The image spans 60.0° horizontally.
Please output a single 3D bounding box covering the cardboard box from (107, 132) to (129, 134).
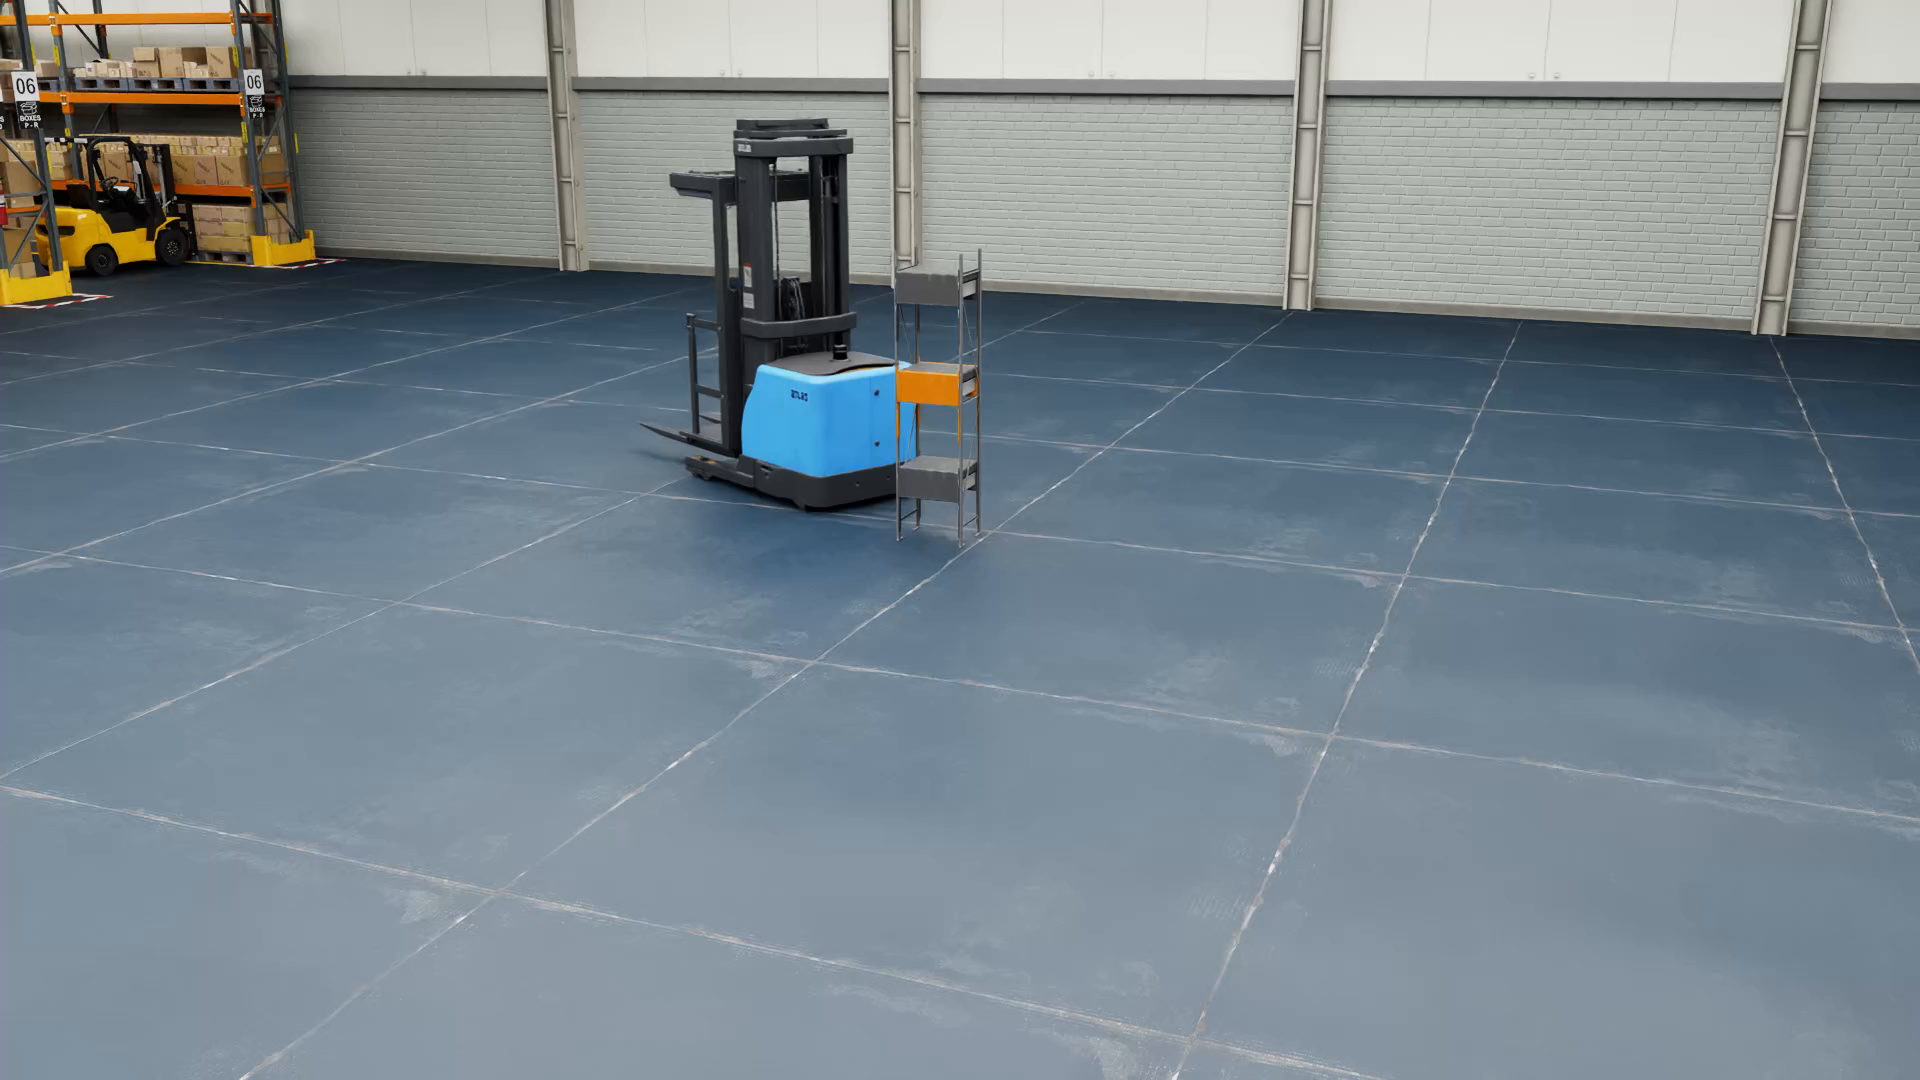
[{"bbox_3d":[-14.974,-7.194,29.699,0.250,0.149,0.380,6,17,21],"label":"cardboard box"}]

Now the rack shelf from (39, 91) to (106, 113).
[{"bbox_3d":[-17.243,-7.946,30.074,4.000,0.370,1.077,6,17,21],"label":"rack shelf"}]

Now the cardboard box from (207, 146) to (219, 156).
[{"bbox_3d":[-12.554,-6.620,28.255,0.250,0.149,0.380,7,17,22],"label":"cardboard box"}]

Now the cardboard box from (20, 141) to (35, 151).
[{"bbox_3d":[-16.530,-7.036,29.687,0.250,0.149,0.380,6,17,19],"label":"cardboard box"}]

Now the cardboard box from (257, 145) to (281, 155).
[{"bbox_3d":[-11.882,-6.699,28.525,0.250,0.149,0.380,6,17,19],"label":"cardboard box"}]

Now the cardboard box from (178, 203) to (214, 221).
[{"bbox_3d":[-13.154,-5.664,28.690,0.500,0.250,0.500,7,17,21],"label":"cardboard box"}]

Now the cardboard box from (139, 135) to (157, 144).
[{"bbox_3d":[-13.967,-6.928,28.781,0.250,0.149,0.380,6,17,20],"label":"cardboard box"}]

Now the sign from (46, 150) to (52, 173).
[{"bbox_3d":[-13.280,-5.506,24.206,0.005,0.325,0.100,6,17,21],"label":"sign"}]

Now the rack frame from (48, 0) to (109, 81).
[{"bbox_3d":[-15.382,-9.527,28.851,0.127,3.000,1.000,6,17,21],"label":"rack frame"}]

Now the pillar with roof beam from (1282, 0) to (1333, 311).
[{"bbox_3d":[3.187,-6.465,18.303,0.400,9.000,9.100,6,17,21],"label":"pillar with roof beam"}]

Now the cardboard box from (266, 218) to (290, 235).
[{"bbox_3d":[-12.022,-5.460,28.884,0.500,0.250,0.500,7,17,22],"label":"cardboard box"}]

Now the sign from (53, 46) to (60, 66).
[{"bbox_3d":[-15.572,-8.345,28.665,0.005,0.325,0.100,6,17,21],"label":"sign"}]

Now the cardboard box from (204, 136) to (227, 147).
[{"bbox_3d":[-12.566,-6.758,28.197,0.250,0.149,0.380,7,17,22],"label":"cardboard box"}]

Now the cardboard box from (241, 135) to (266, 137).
[{"bbox_3d":[-12.120,-6.873,28.591,0.250,0.149,0.380,7,18,23],"label":"cardboard box"}]

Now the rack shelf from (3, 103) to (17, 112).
[{"bbox_3d":[-15.339,-6.249,24.229,4.000,0.370,1.077,6,17,21],"label":"rack shelf"}]

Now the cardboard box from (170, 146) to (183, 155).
[{"bbox_3d":[-13.289,-6.684,28.476,0.250,0.149,0.380,6,17,21],"label":"cardboard box"}]

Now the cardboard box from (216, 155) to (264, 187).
[{"bbox_3d":[-12.215,-6.267,28.203,0.500,0.500,0.500,6,17,19],"label":"cardboard box"}]

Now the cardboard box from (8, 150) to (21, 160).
[{"bbox_3d":[-16.887,-6.903,29.943,0.500,0.250,0.500,7,17,22],"label":"cardboard box"}]

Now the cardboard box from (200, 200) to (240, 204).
[{"bbox_3d":[-12.966,-5.801,29.160,0.500,0.250,0.500,6,17,20],"label":"cardboard box"}]

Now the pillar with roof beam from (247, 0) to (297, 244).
[{"bbox_3d":[-13.558,-8.307,24.646,0.400,9.000,9.100,6,17,21],"label":"pillar with roof beam"}]

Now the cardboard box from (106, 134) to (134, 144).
[{"bbox_3d":[-14.678,-7.012,29.071,0.250,0.149,0.380,6,17,20],"label":"cardboard box"}]

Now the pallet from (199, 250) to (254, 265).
[{"bbox_3d":[-12.388,-4.965,28.899,1.213,0.211,1.003,6,17,21],"label":"pallet"}]

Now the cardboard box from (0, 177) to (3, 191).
[{"bbox_3d":[-14.085,-5.124,23.732,0.500,0.500,0.500,6,17,20],"label":"cardboard box"}]

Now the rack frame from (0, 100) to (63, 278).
[{"bbox_3d":[-13.479,-4.949,23.842,0.127,3.000,1.000,6,17,21],"label":"rack frame"}]

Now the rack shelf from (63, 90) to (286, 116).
[{"bbox_3d":[-13.522,-7.537,28.665,4.000,0.370,1.077,6,17,21],"label":"rack shelf"}]

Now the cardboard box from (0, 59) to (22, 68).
[{"bbox_3d":[-16.859,-8.383,29.517,0.500,0.311,0.500,6,17,19],"label":"cardboard box"}]

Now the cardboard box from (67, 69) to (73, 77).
[{"bbox_3d":[-16.100,-8.354,29.706,0.250,0.149,0.380,6,17,21],"label":"cardboard box"}]

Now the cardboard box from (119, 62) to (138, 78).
[{"bbox_3d":[-14.113,-8.041,28.421,0.258,0.266,0.396,6,17,19],"label":"cardboard box"}]

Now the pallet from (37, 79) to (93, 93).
[{"bbox_3d":[-16.207,-8.082,29.595,1.217,0.209,0.805,6,17,18],"label":"pallet"}]

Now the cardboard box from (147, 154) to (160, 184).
[{"bbox_3d":[-13.643,-6.424,28.741,0.500,0.500,0.500,6,17,21],"label":"cardboard box"}]

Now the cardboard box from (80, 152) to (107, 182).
[{"bbox_3d":[-15.065,-6.581,29.284,0.500,0.500,0.500,6,17,19],"label":"cardboard box"}]

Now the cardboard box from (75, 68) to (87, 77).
[{"bbox_3d":[-15.076,-8.091,28.802,0.250,0.149,0.380,7,17,22],"label":"cardboard box"}]

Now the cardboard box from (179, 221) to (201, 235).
[{"bbox_3d":[-13.179,-5.429,28.775,0.500,0.250,0.500,6,17,19],"label":"cardboard box"}]

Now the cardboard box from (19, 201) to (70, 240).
[{"bbox_3d":[-16.591,-5.839,30.414,0.625,0.625,0.875,6,17,20],"label":"cardboard box"}]

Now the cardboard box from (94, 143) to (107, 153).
[{"bbox_3d":[-14.941,-6.879,29.146,0.250,0.149,0.380,7,17,22],"label":"cardboard box"}]

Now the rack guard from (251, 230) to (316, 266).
[{"bbox_3d":[-11.639,-5.034,28.618,0.348,0.500,1.175,6,17,21],"label":"rack guard"}]

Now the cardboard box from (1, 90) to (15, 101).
[{"bbox_3d":[-13.668,-6.387,23.866,0.250,0.149,0.380,6,17,21],"label":"cardboard box"}]

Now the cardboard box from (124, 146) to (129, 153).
[{"bbox_3d":[-14.242,-6.788,28.832,0.250,0.149,0.380,6,17,20],"label":"cardboard box"}]

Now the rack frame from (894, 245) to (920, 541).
[{"bbox_3d":[-0.381,-1.050,12.025,0.015,2.100,0.400,6,17,21],"label":"rack frame"}]

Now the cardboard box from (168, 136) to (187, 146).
[{"bbox_3d":[-13.296,-6.826,28.430,0.250,0.149,0.380,7,17,22],"label":"cardboard box"}]

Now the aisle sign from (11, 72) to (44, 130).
[{"bbox_3d":[-13.308,-6.272,23.735,0.004,0.787,0.394,6,17,21],"label":"aisle sign"}]

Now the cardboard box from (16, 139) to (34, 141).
[{"bbox_3d":[-17.032,-7.265,30.477,0.250,0.149,0.380,6,17,21],"label":"cardboard box"}]

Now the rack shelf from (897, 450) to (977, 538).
[{"bbox_3d":[-0.154,-0.340,12.138,0.480,0.518,0.431,6,17,21],"label":"rack shelf"}]

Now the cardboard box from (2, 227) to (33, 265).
[{"bbox_3d":[-14.150,-4.347,24.602,0.500,0.500,0.500,6,17,19],"label":"cardboard box"}]

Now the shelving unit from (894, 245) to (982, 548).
[{"bbox_3d":[-0.154,-1.025,11.939,0.503,2.100,0.431,6,17,21],"label":"shelving unit"}]

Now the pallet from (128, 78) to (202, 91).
[{"bbox_3d":[-13.448,-7.839,28.573,1.213,0.211,1.003,6,17,21],"label":"pallet"}]

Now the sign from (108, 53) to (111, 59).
[{"bbox_3d":[-15.180,-8.517,29.682,0.005,0.325,0.100,6,17,21],"label":"sign"}]

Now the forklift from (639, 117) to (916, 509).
[{"bbox_3d":[-1.665,-1.990,13.772,1.130,2.935,3.031,-13,21,-38],"label":"forklift"}]

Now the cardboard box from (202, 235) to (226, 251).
[{"bbox_3d":[-12.673,-5.138,28.670,0.500,0.250,0.500,6,17,21],"label":"cardboard box"}]

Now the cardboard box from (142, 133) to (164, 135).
[{"bbox_3d":[-14.249,-7.125,29.460,0.250,0.149,0.380,6,17,20],"label":"cardboard box"}]

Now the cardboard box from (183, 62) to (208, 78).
[{"bbox_3d":[-12.779,-7.895,27.916,0.258,0.266,0.396,6,17,21],"label":"cardboard box"}]
